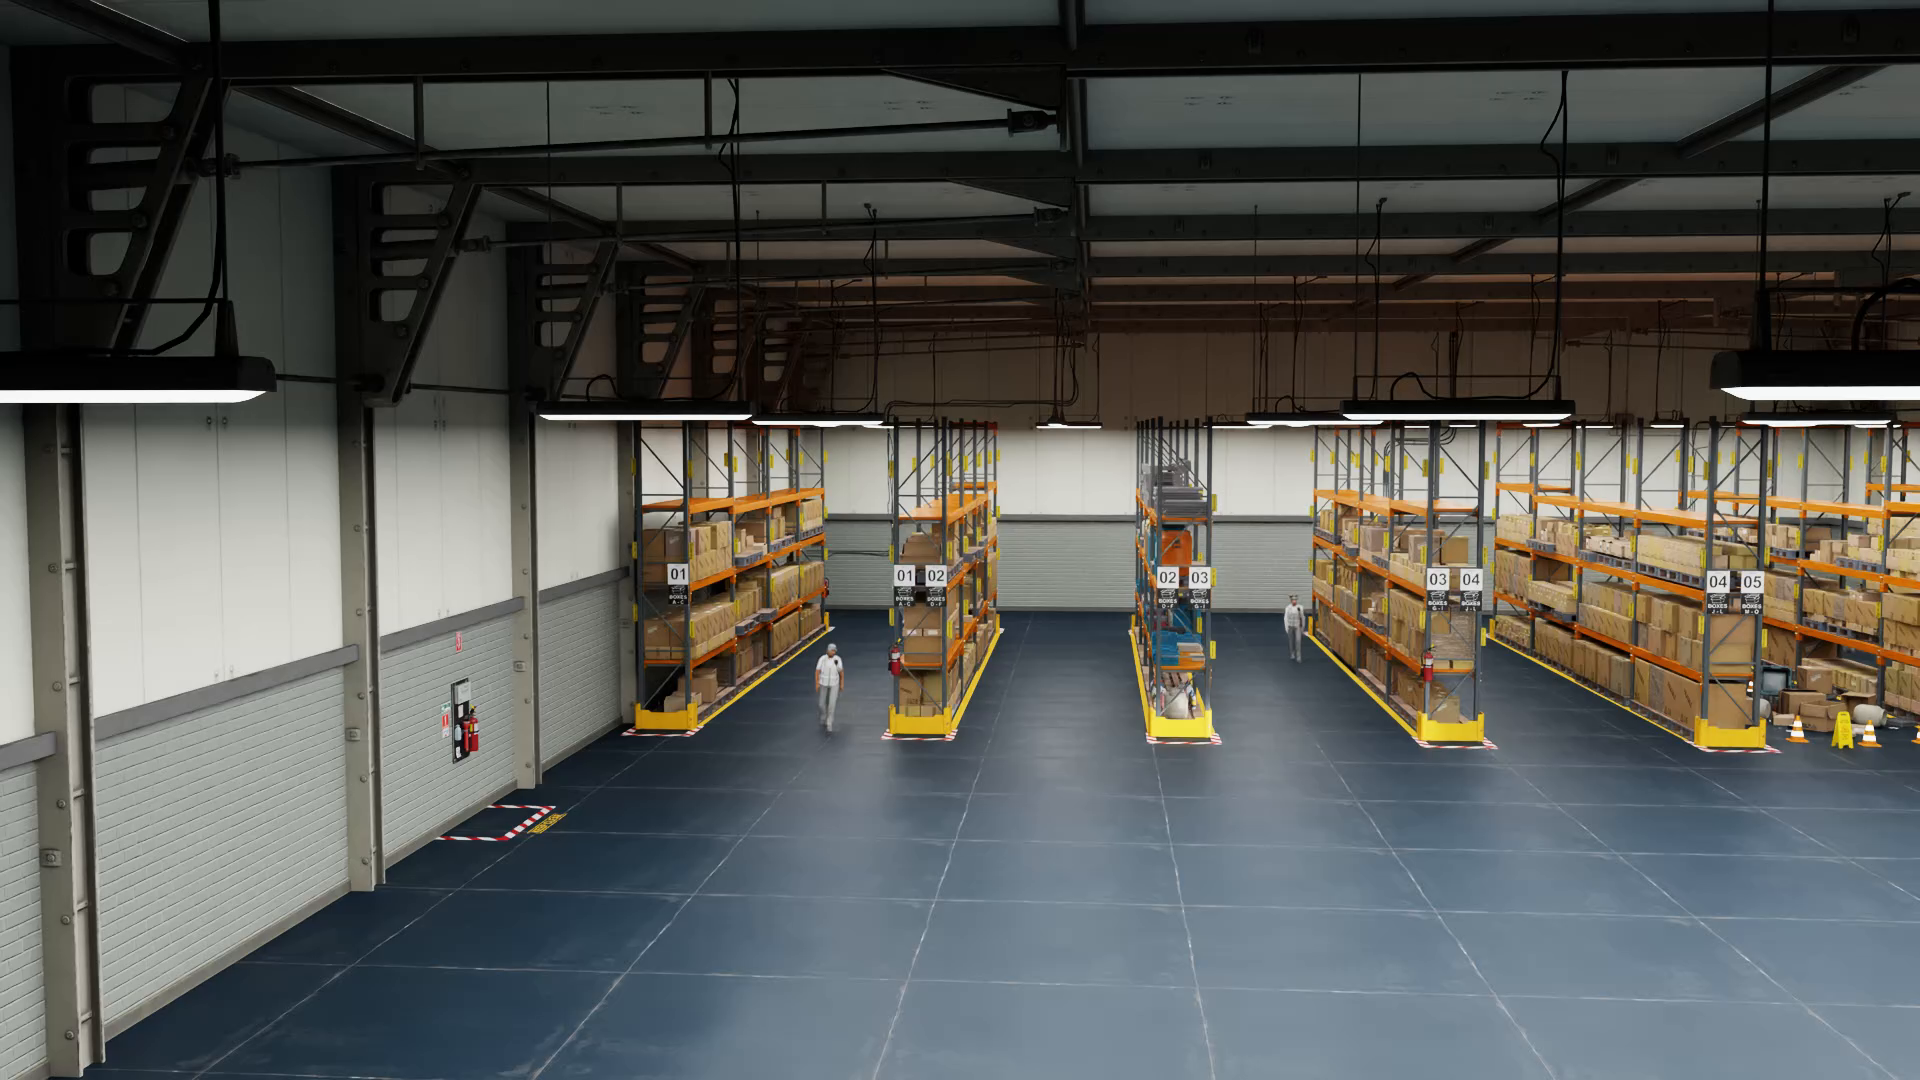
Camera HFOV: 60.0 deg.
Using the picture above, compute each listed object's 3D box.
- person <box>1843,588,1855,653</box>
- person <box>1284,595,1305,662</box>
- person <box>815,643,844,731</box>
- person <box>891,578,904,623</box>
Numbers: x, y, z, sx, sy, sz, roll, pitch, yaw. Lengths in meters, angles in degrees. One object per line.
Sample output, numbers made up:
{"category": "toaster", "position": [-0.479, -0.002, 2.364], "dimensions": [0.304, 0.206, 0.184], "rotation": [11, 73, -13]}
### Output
{"category": "person", "position": [22.840, 2.072, 42.869], "dimensions": [0.546, 1.809, 0.557], "rotation": [-1, 4, -19]}
{"category": "person", "position": [8.340, 2.177, 41.484], "dimensions": [0.505, 1.626, 0.879], "rotation": [1, 4, 18]}
{"category": "person", "position": [-2.521, 2.823, 32.144], "dimensions": [0.559, 1.650, 0.791], "rotation": [0, 4, -7]}
{"category": "person", "position": [-1.679, 1.649, 49.665], "dimensions": [0.726, 1.685, 0.657], "rotation": [1, 4, 14]}
